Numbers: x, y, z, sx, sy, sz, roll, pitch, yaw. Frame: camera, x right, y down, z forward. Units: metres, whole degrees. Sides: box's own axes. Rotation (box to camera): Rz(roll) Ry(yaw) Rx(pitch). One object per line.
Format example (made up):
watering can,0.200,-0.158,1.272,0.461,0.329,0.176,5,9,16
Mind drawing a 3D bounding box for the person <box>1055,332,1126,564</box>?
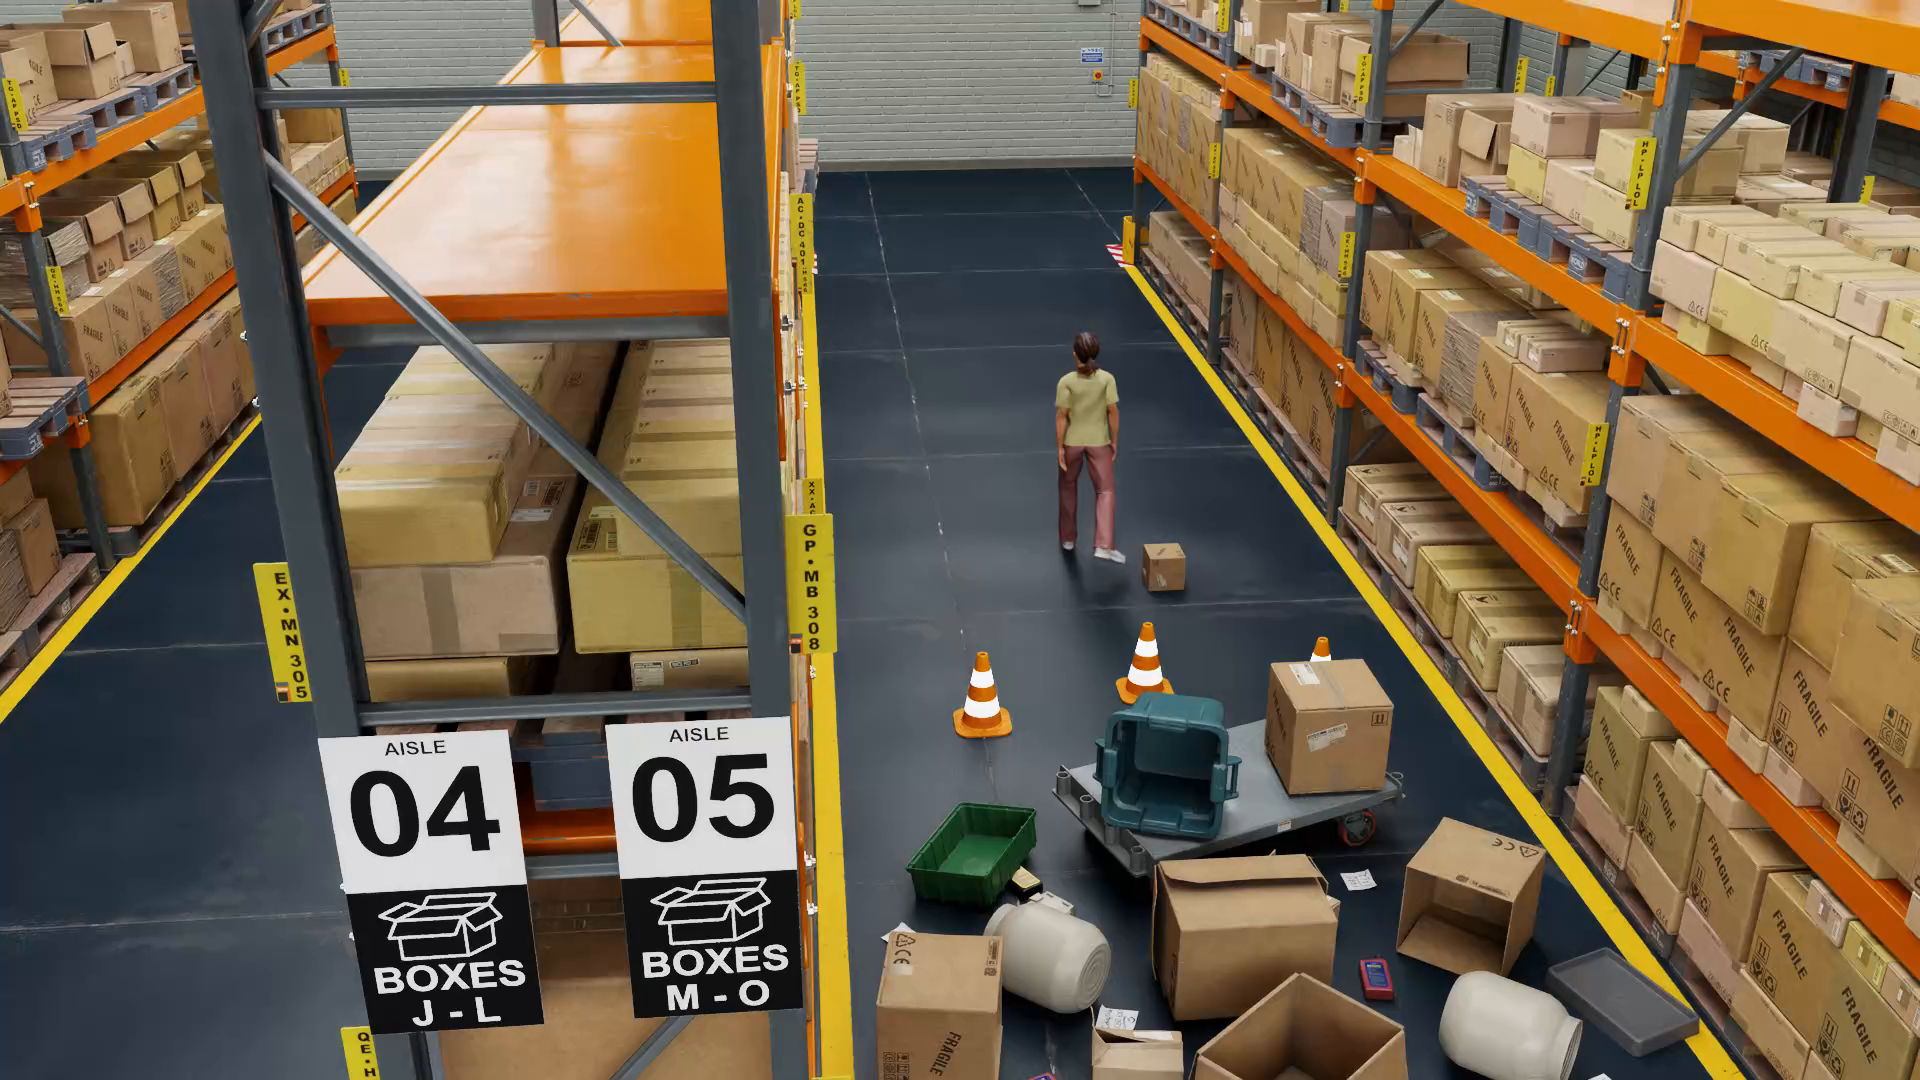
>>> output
person,0.919,-0.631,11.728,0.513,1.652,0.873,0,24,0
